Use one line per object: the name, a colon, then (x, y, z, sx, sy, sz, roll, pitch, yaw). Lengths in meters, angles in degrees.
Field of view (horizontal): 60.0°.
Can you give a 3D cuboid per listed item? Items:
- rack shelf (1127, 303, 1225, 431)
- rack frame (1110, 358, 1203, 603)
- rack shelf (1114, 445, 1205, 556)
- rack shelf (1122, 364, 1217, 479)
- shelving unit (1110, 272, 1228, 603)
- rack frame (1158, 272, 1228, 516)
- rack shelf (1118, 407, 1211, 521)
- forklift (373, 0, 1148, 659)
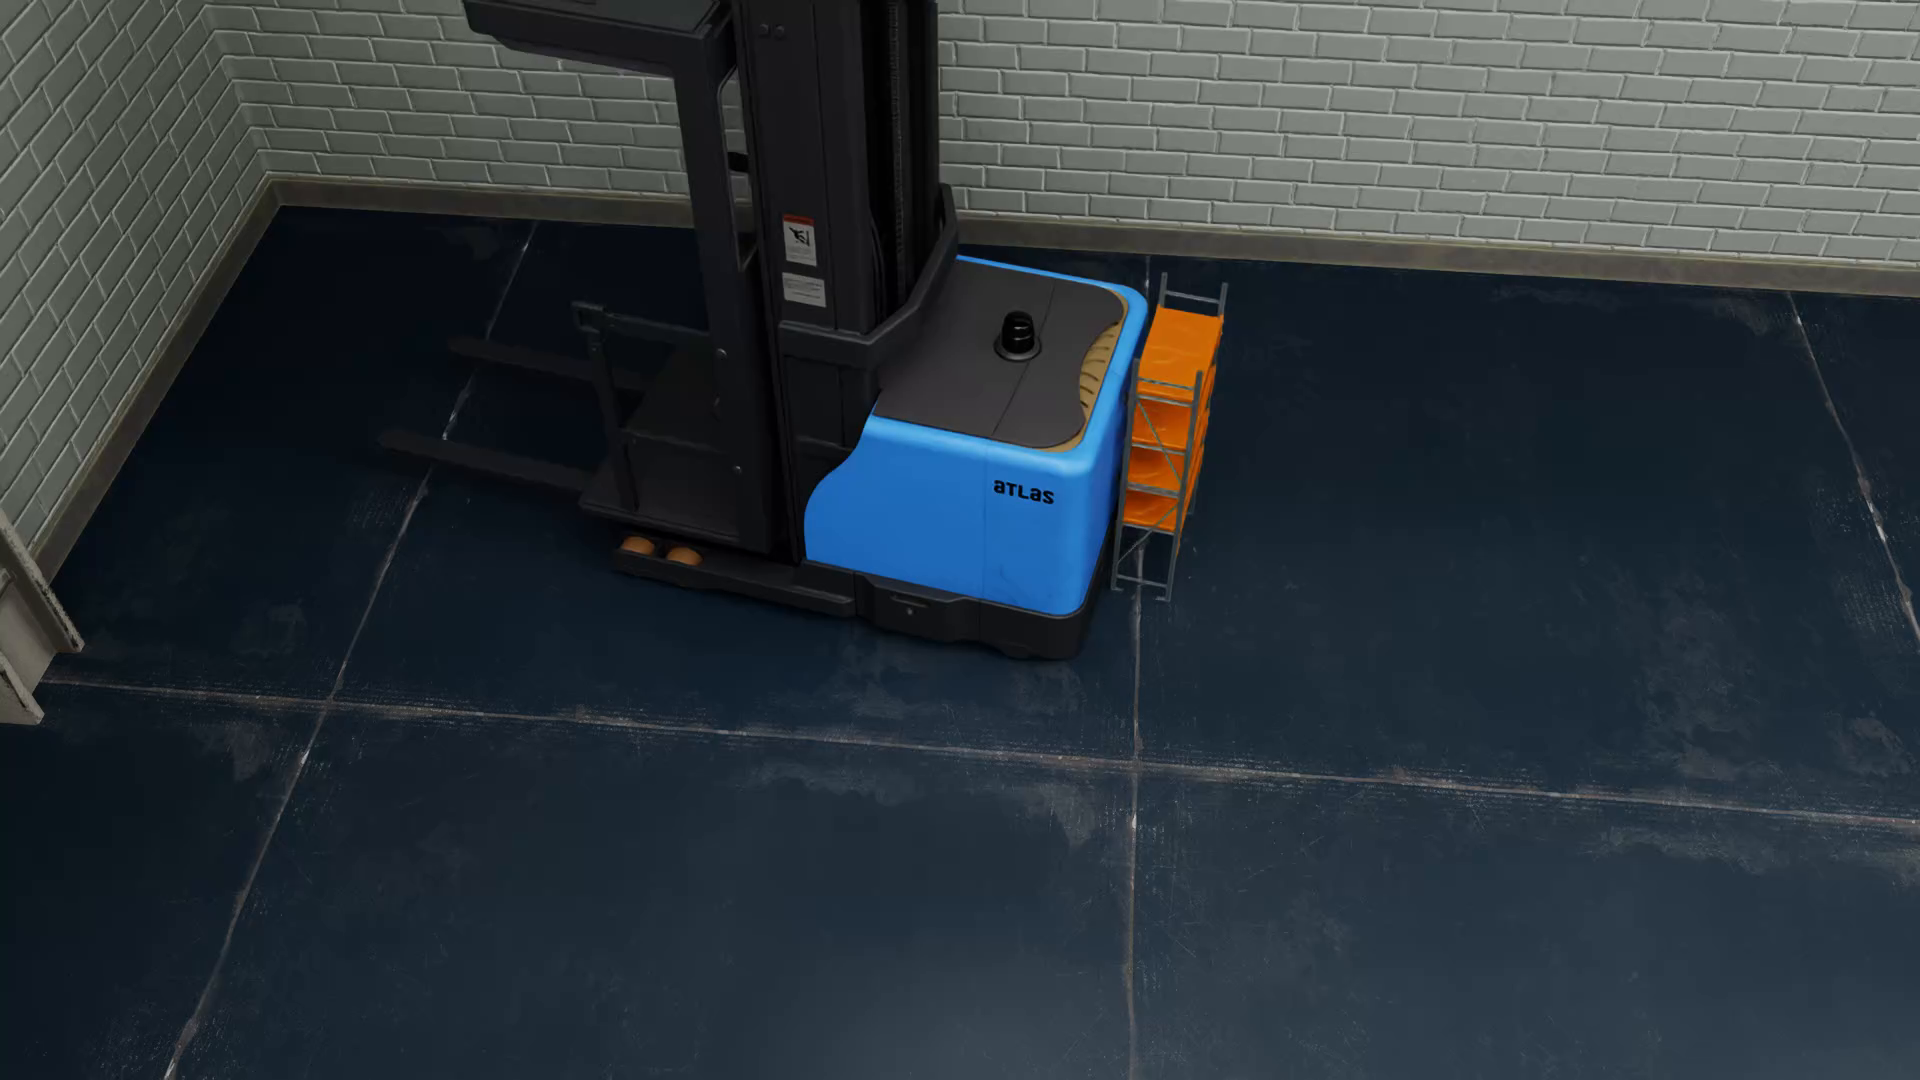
rack shelf: (0.777, -0.627, 5.977, 0.258, 0.148, 0.480, 12, 49, 11)
rack frame: (0.710, -0.188, 6.109, 0.240, 1.200, 0.015, 12, 49, 11)
rack shelf: (0.777, -0.182, 6.464, 0.258, 0.148, 0.480, 12, 49, 11)
rack shelf: (0.777, -0.467, 6.152, 0.258, 0.148, 0.480, 12, 49, 11)
shelving unit: (0.777, -0.361, 6.267, 0.258, 1.200, 0.503, 12, 49, 11)
rack frame: (0.845, -0.534, 6.426, 0.240, 1.200, 0.015, 12, 49, 11)
rack shelf: (0.777, -0.316, 6.317, 0.258, 0.148, 0.480, 12, 49, 11)
forklift: (-0.866, -1.164, 5.828, 3.031, 2.935, 1.130, 12, 49, 11)
